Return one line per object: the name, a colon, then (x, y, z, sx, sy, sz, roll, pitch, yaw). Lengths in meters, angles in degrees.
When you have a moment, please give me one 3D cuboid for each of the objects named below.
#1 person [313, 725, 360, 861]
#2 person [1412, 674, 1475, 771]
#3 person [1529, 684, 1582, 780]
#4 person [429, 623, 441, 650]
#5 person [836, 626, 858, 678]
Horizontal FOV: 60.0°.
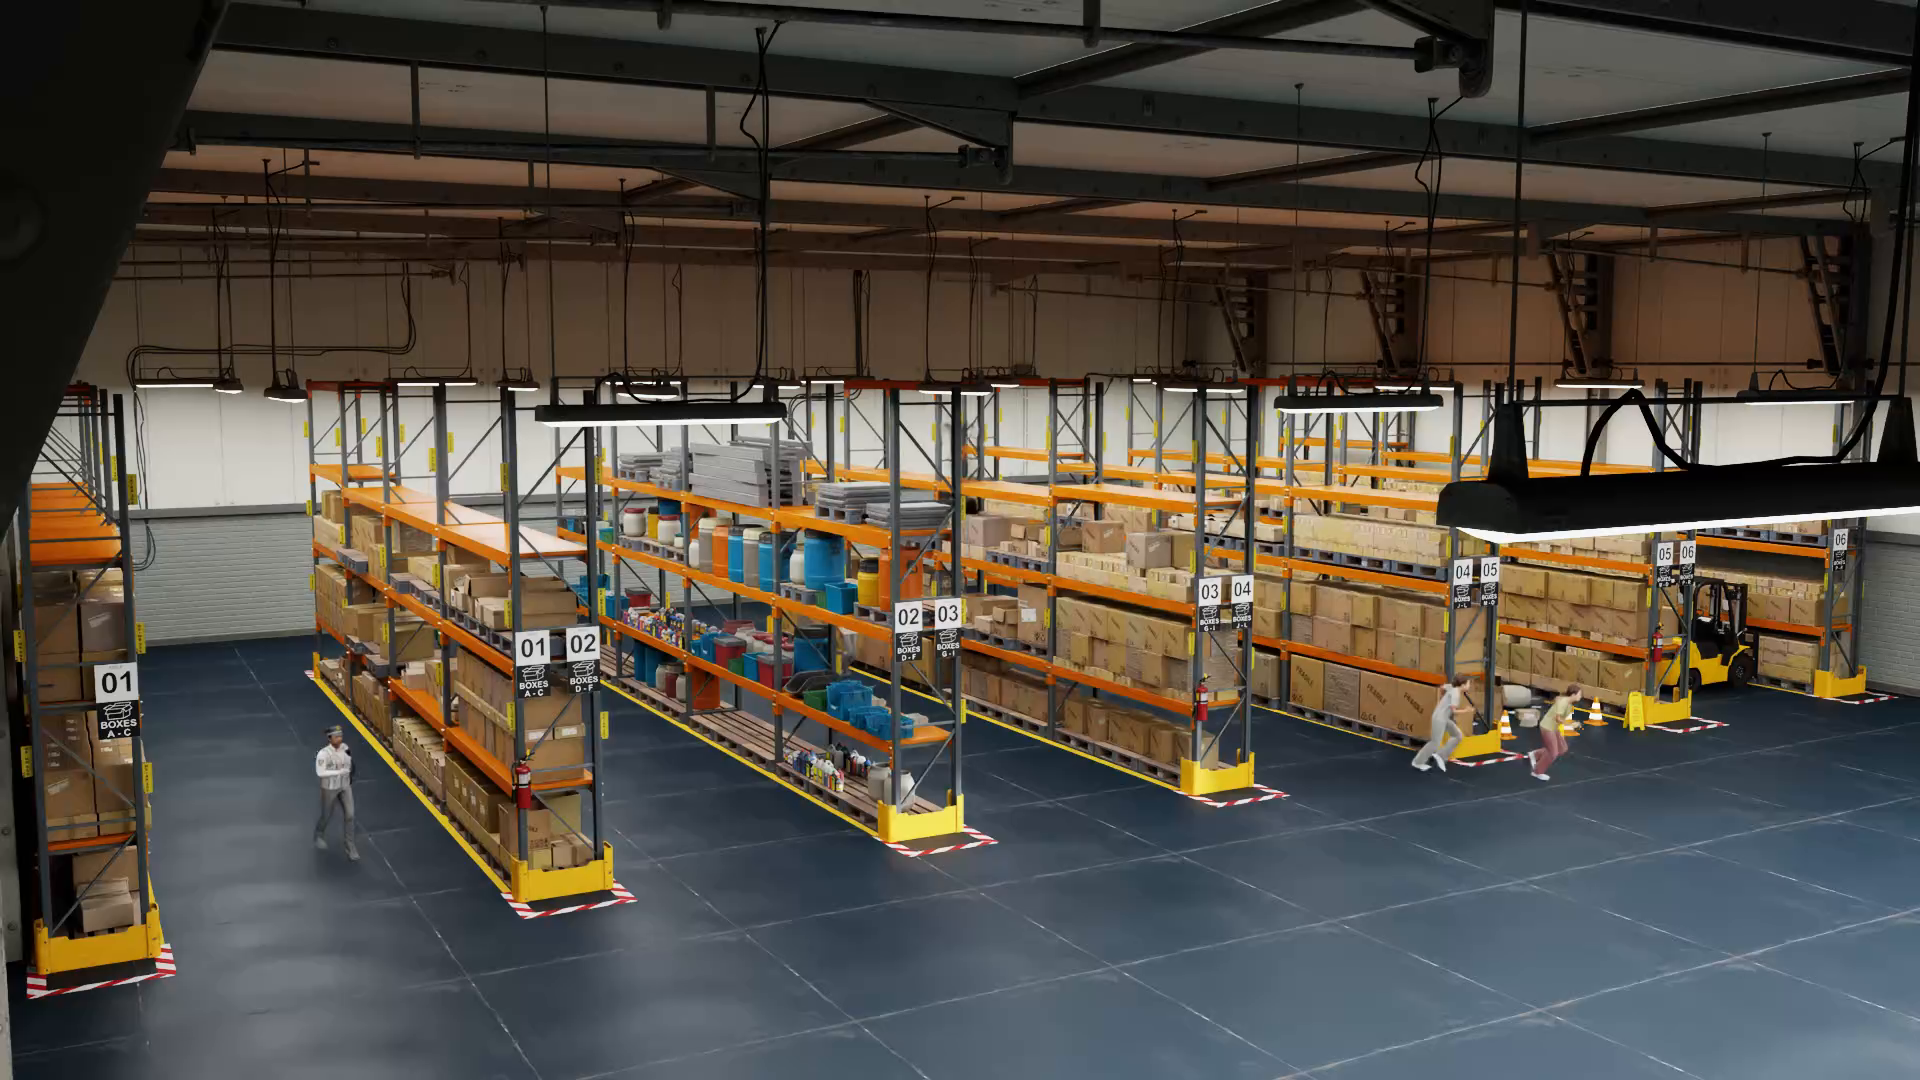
person: (-8.031, 3.204, 21.352, 0.883, 1.720, 0.589, 5, 8, 40)
person: (7.504, 2.825, 25.805, 0.921, 1.536, 0.597, 2, 6, 14)
person: (9.081, 2.907, 25.334, 0.764, 1.496, 0.601, 3, 7, 29)
person: (-10.687, 1.838, 34.193, 0.685, 1.764, 0.695, 4, 7, 30)
person: (-2.113, 1.837, 32.182, 0.561, 1.702, 0.566, -4, 7, -32)
